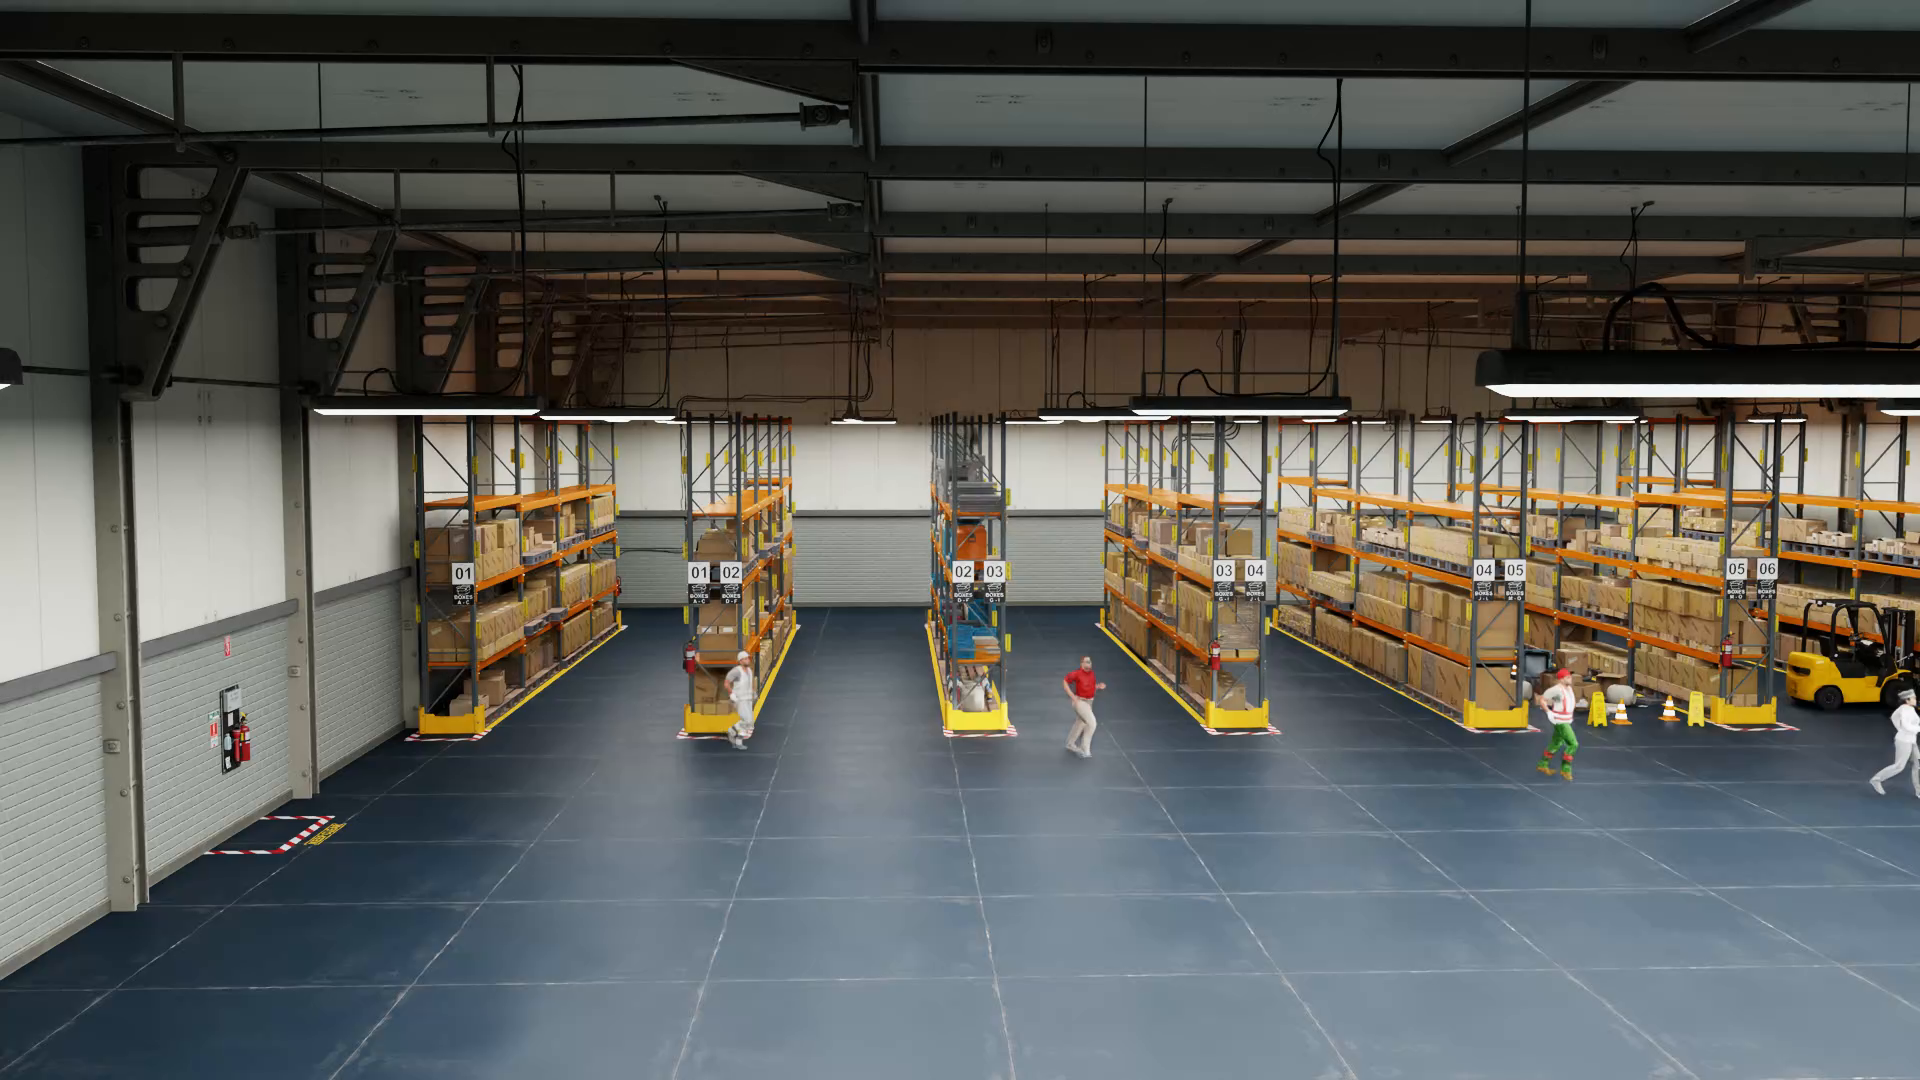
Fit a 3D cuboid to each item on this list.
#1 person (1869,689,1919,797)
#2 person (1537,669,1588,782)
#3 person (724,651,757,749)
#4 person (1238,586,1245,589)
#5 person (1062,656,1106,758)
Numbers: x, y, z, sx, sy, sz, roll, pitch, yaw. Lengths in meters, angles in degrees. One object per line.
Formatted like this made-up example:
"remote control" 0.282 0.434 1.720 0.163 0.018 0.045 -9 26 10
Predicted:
"person" 14.474 3.117 25.493 0.897 1.701 0.638 3 5 35
"person" 9.791 3.004 27.039 0.775 1.849 0.615 3 5 39
"person" -3.872 2.847 29.509 0.548 1.747 0.654 2 4 28
"person" 7.890 1.665 46.965 0.729 1.767 0.926 0 4 7
"person" 2.179 2.914 29.011 0.764 1.805 0.624 3 5 33
